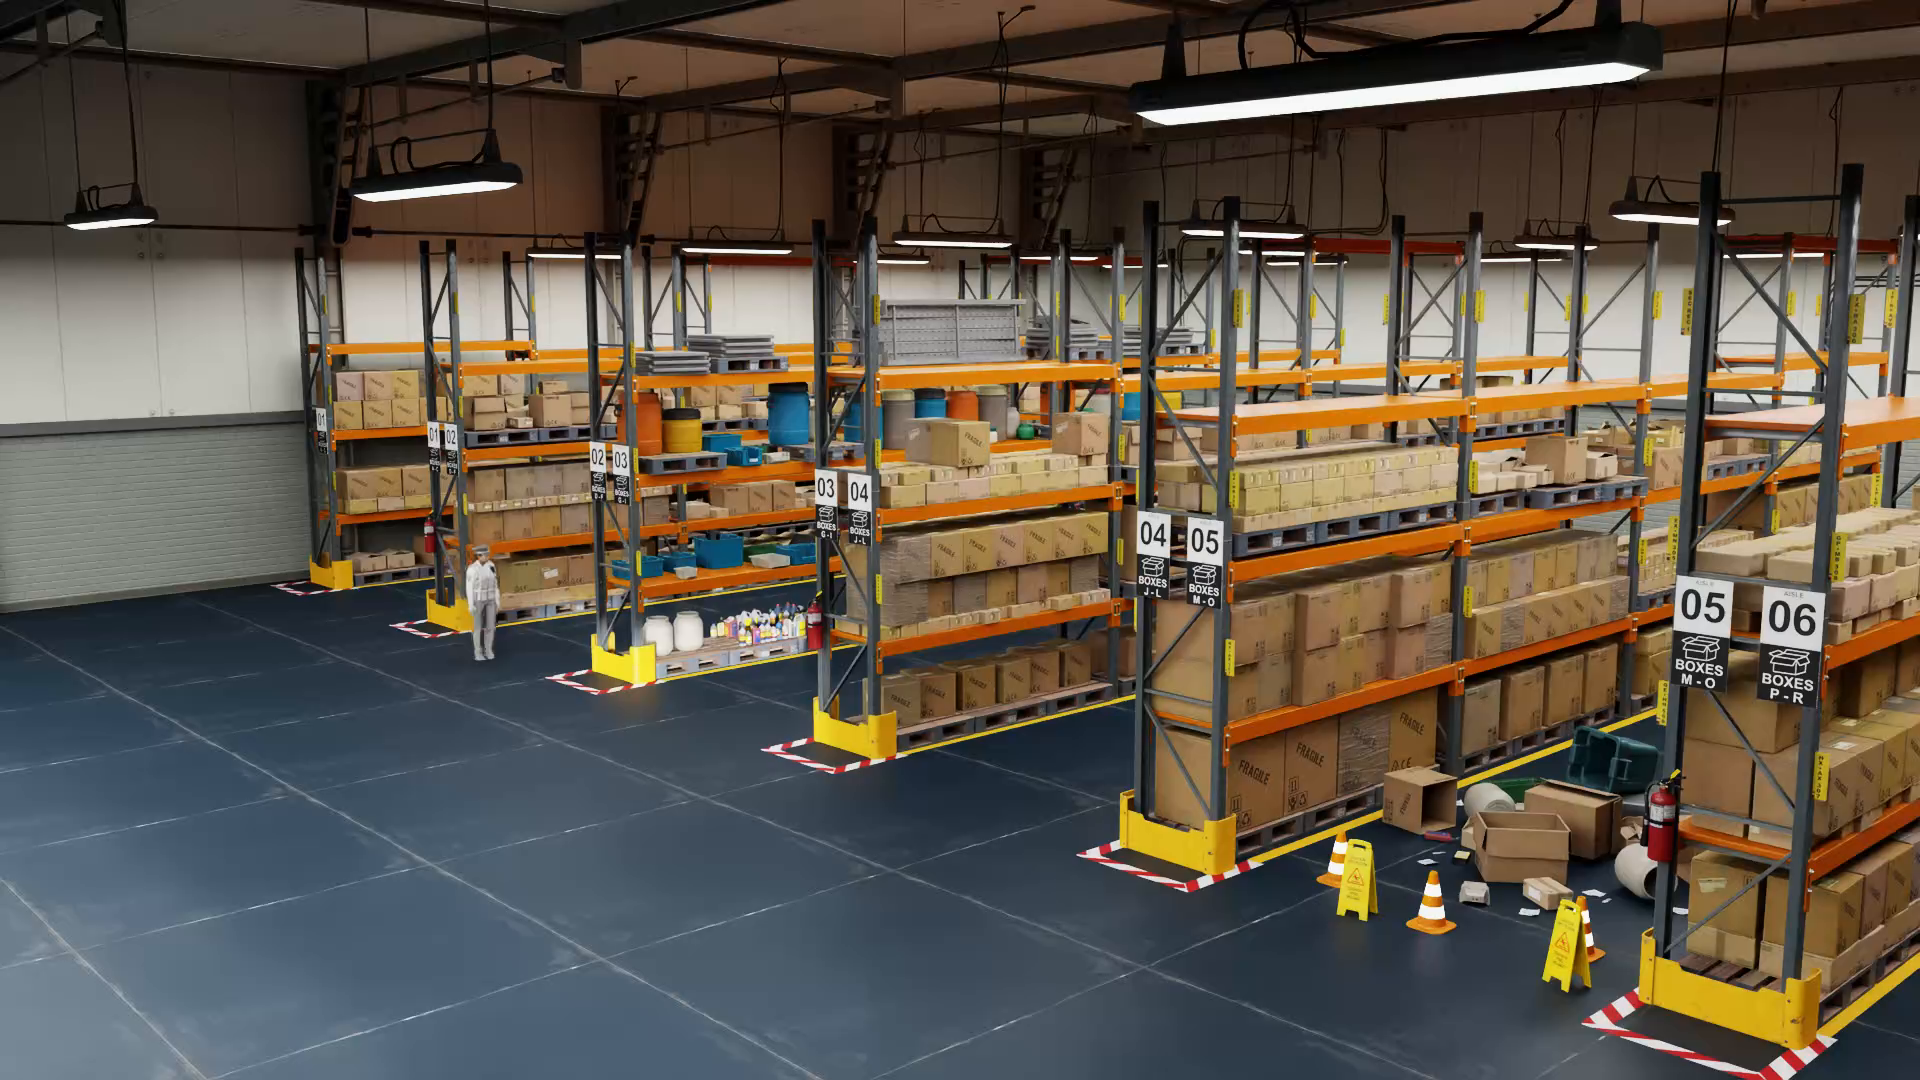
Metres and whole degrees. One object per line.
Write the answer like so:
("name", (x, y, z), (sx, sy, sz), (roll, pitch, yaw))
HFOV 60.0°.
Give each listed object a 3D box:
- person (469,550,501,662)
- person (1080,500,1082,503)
("person", (-6.701, 0.935, 23.568), (0.489, 1.619, 0.567), (8, 12, 43))
("person", (2.652, -0.482, 33.299), (0.484, 1.615, 0.529), (-3, 9, -17))
